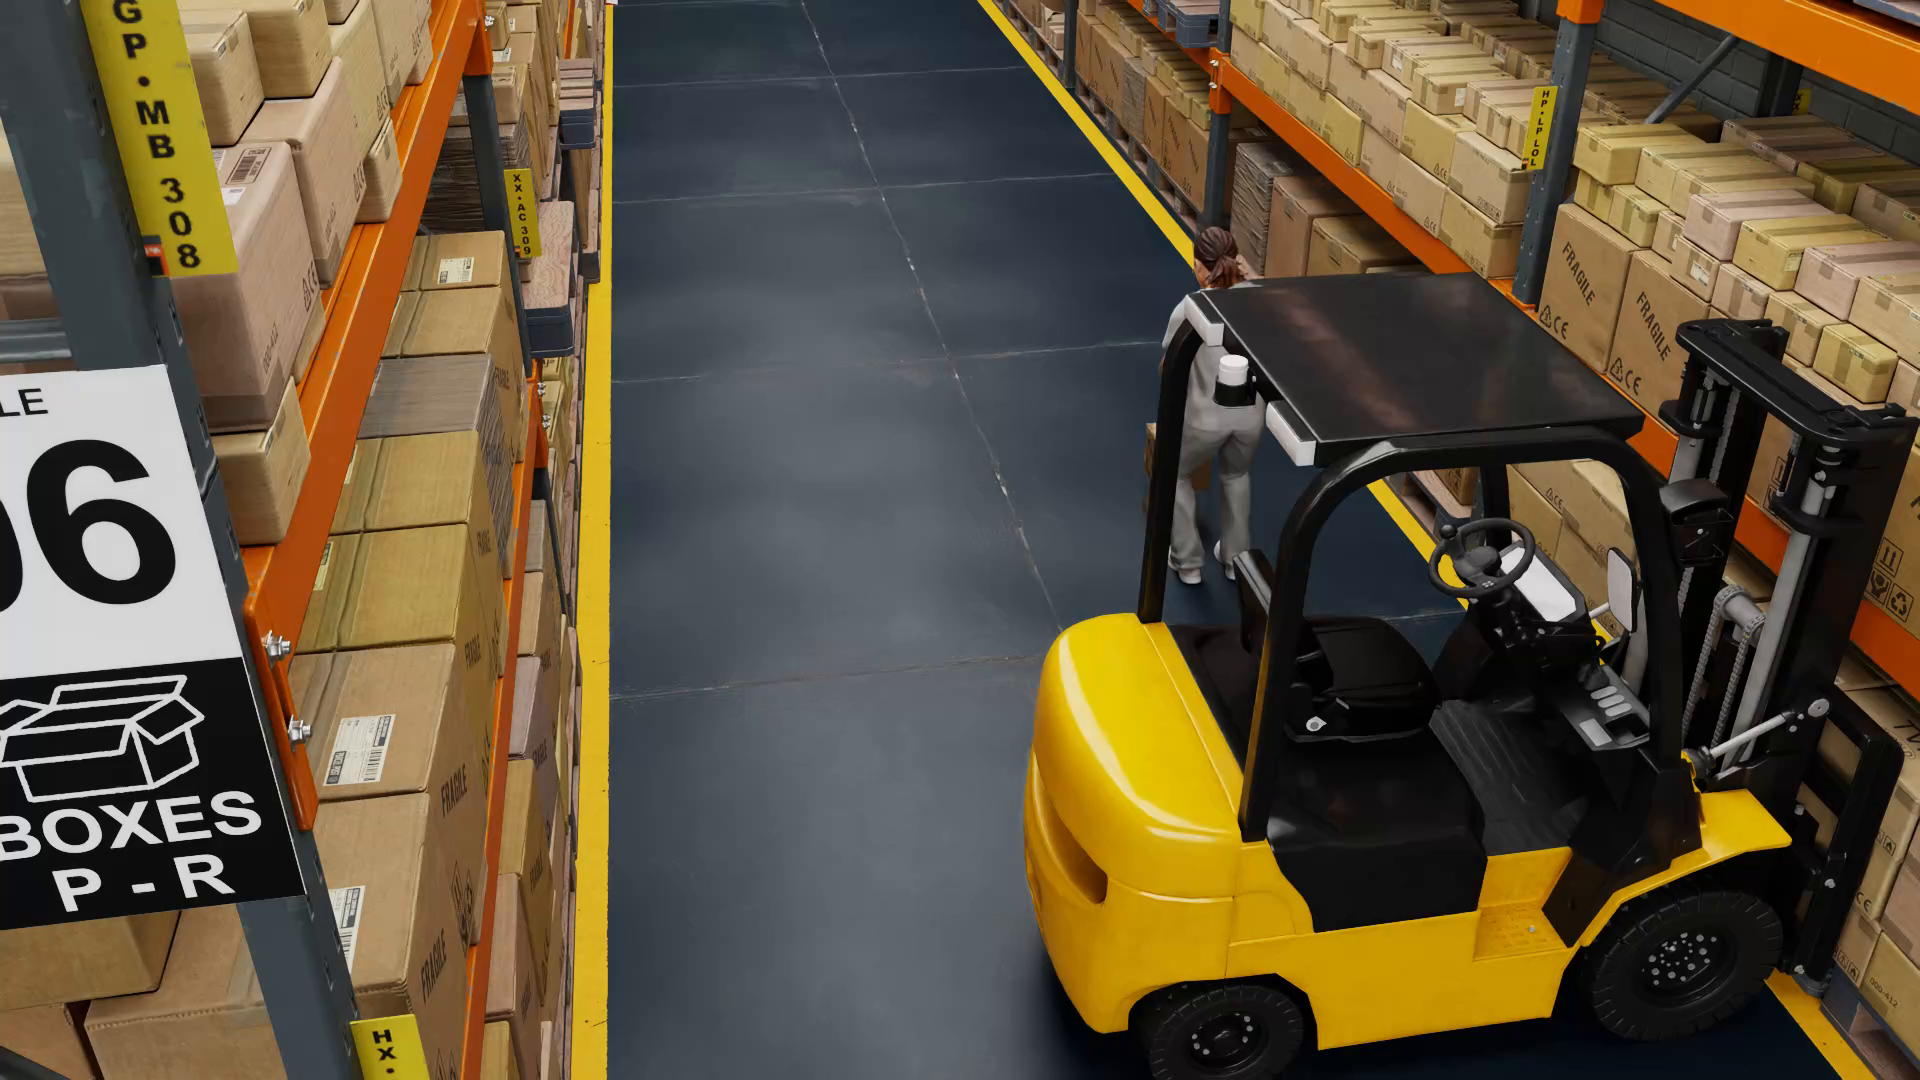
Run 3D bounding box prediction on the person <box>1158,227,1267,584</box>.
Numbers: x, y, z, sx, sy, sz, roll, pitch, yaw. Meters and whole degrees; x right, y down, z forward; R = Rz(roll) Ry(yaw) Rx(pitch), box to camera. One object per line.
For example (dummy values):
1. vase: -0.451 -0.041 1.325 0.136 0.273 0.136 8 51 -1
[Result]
1. person: 1.081 -0.553 7.170 0.475 1.573 0.467 -5 31 -8
